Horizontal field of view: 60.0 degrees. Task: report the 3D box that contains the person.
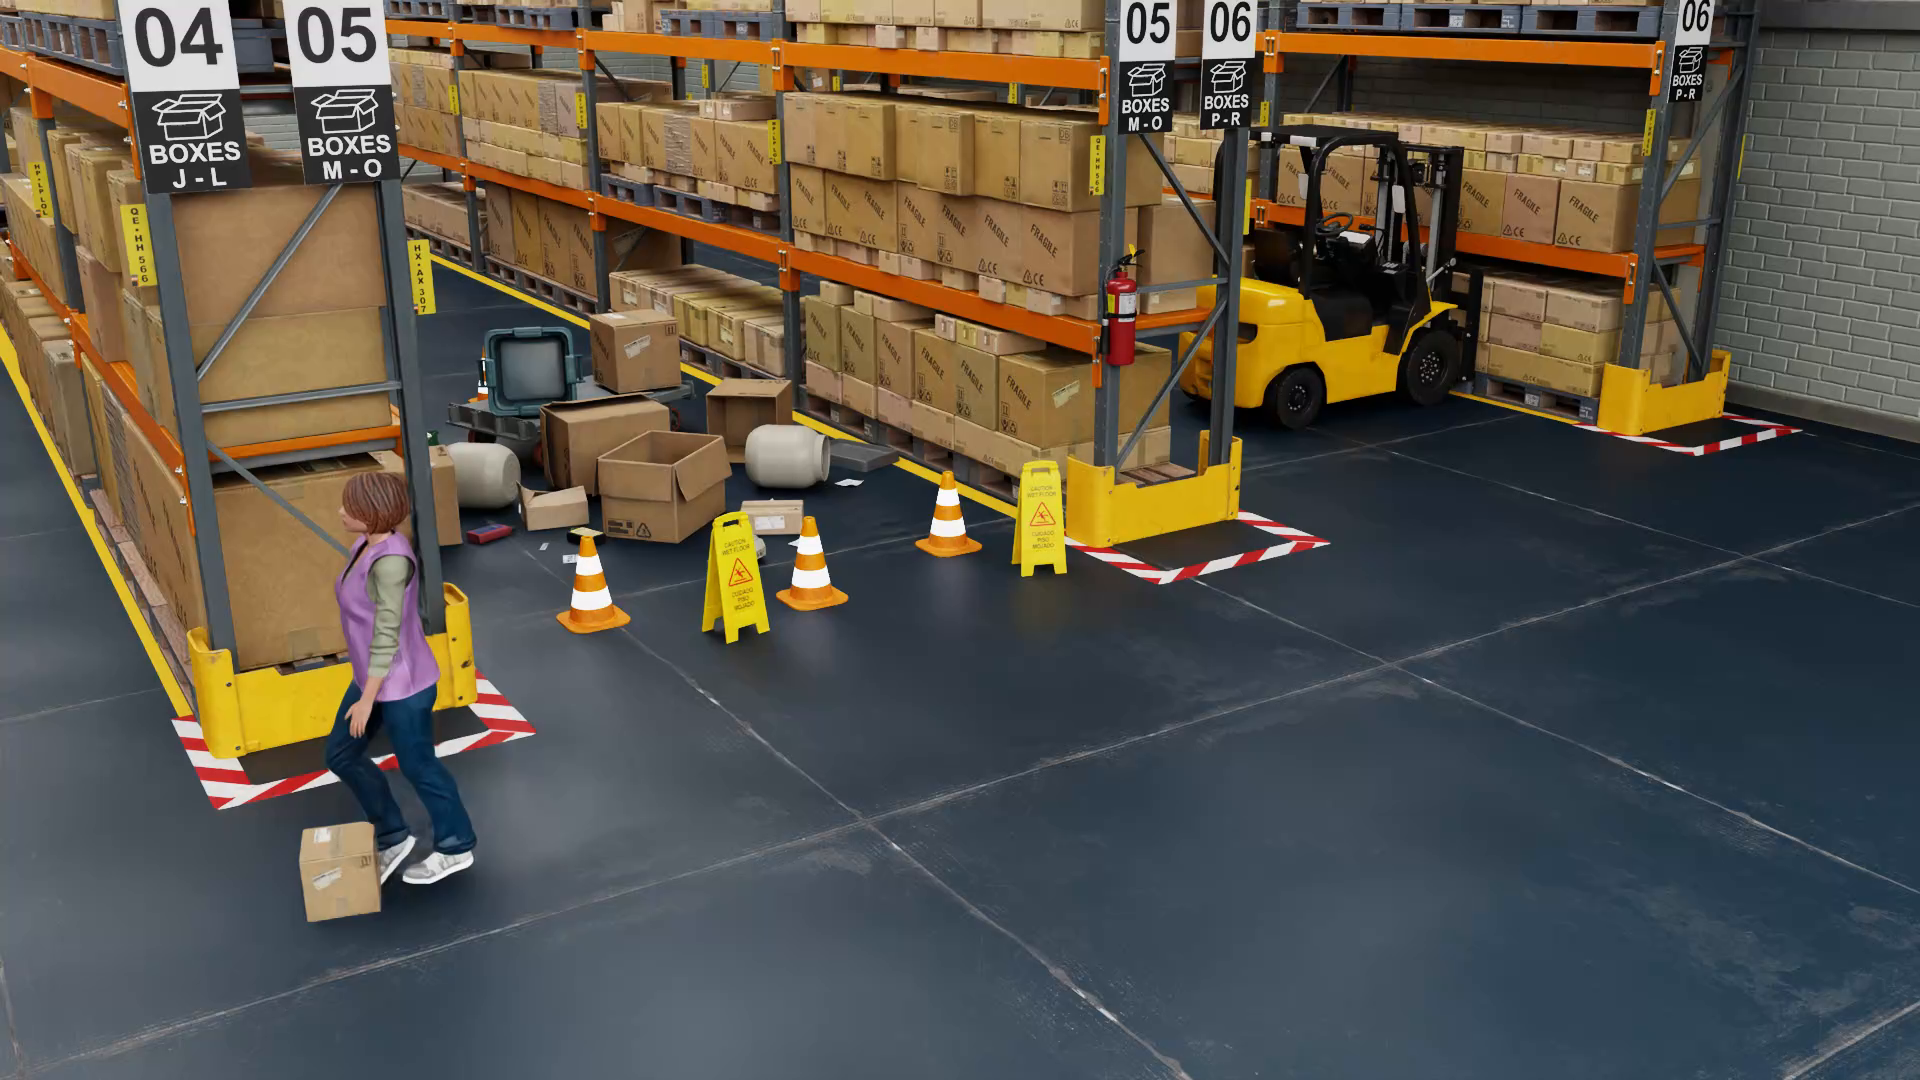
[{"bbox_3d":[-2.029,0.538,5.947,0.485,1.633,0.406,-11,21,-29],"label":"person"}]
